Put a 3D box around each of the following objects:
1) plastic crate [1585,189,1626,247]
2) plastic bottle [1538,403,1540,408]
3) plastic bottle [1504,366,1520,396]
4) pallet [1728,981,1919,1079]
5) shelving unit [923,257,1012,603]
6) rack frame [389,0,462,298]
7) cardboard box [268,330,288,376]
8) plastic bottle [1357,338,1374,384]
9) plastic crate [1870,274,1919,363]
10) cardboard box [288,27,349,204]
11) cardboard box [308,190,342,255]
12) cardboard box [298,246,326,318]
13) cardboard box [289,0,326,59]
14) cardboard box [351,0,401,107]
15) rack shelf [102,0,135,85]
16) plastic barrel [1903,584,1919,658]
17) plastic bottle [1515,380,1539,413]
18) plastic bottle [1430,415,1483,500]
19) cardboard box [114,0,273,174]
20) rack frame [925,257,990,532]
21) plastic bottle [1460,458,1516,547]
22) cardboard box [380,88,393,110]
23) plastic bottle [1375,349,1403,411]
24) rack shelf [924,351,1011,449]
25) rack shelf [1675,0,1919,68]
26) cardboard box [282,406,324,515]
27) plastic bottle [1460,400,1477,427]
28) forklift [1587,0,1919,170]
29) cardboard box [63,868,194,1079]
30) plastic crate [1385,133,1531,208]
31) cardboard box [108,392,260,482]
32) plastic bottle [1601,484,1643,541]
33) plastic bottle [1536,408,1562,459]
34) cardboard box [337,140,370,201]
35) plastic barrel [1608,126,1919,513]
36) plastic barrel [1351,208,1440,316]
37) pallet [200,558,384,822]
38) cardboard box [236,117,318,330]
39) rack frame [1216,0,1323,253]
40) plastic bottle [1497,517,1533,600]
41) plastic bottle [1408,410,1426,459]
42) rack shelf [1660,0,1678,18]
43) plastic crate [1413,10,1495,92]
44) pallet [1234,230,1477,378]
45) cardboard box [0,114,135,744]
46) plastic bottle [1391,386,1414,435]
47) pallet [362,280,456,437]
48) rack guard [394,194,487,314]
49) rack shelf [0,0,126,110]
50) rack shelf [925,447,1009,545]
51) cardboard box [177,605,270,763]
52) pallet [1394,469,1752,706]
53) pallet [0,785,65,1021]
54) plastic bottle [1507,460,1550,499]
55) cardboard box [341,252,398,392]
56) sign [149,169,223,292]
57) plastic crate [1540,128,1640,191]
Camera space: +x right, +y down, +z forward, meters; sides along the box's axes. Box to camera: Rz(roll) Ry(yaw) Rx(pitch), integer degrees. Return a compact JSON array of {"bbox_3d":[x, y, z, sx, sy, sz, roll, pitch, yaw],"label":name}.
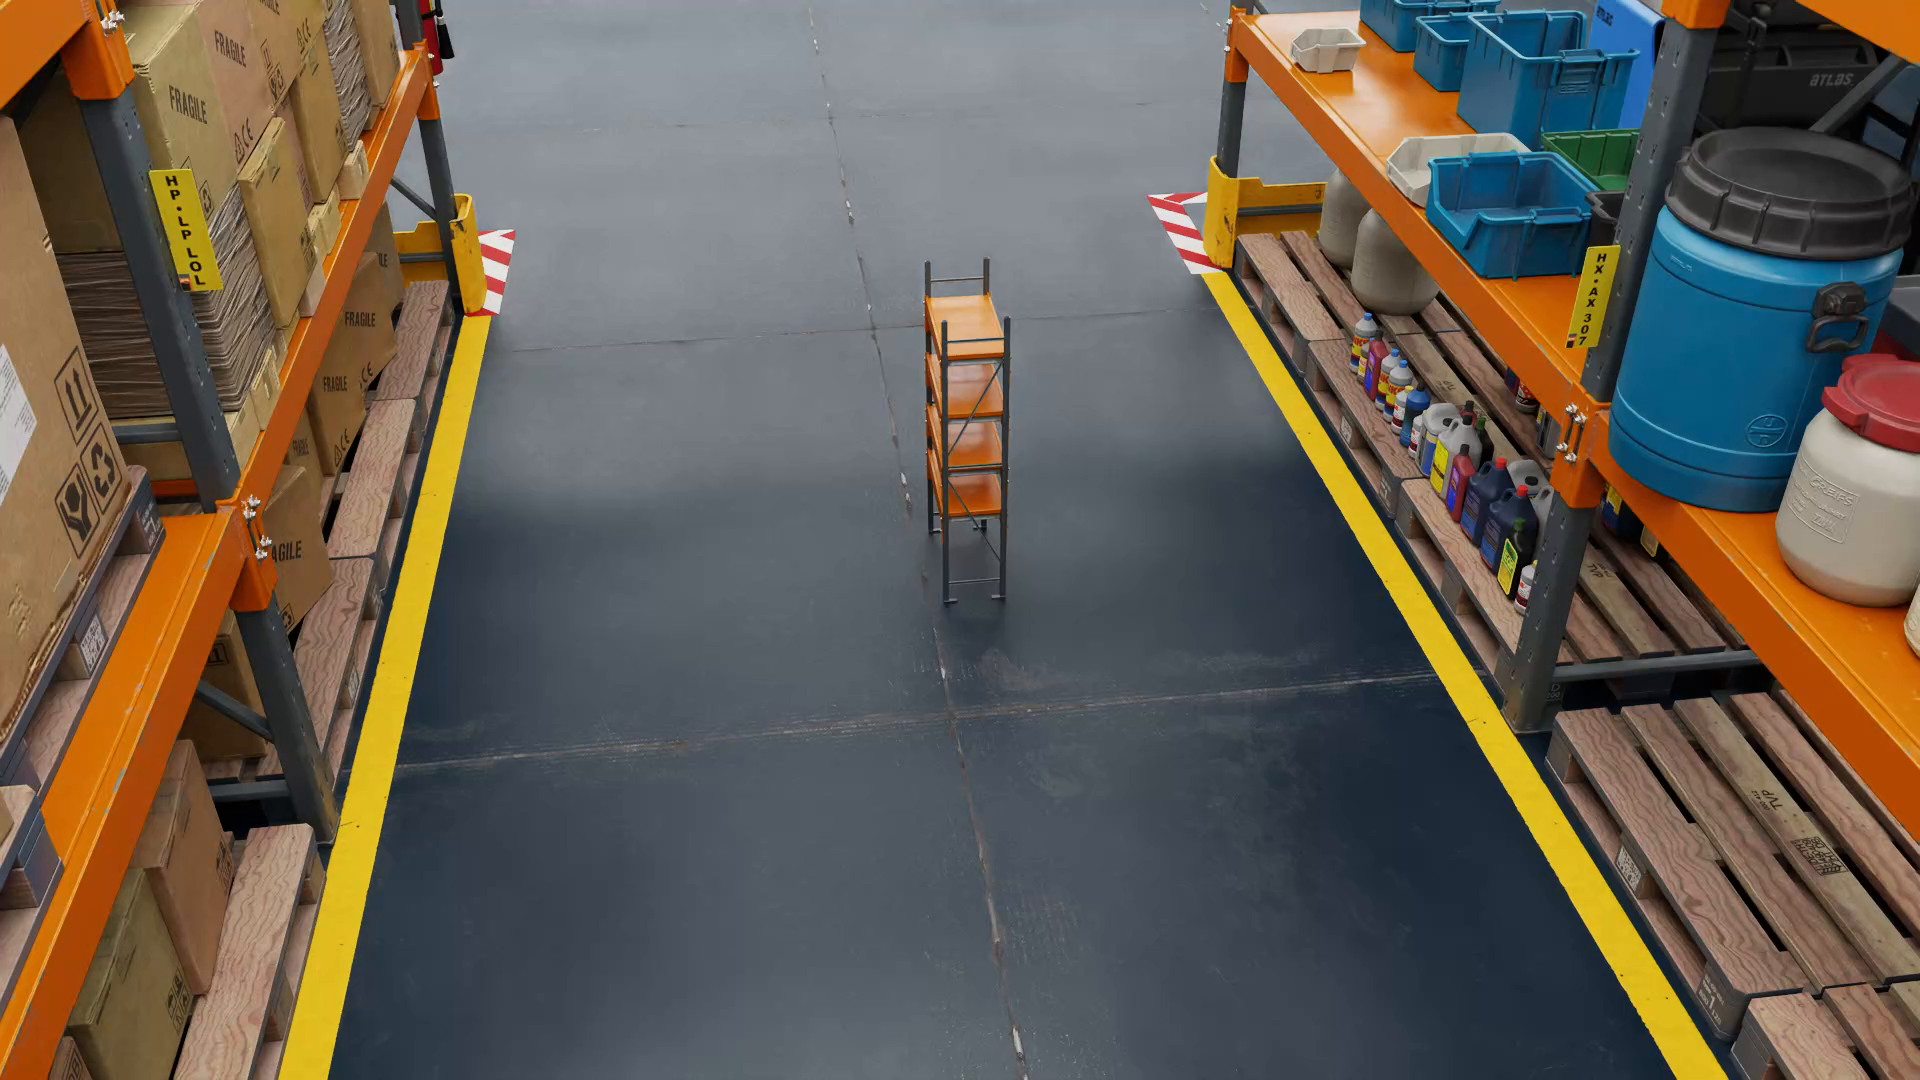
[{"bbox_3d":[2.460,-0.908,5.474,0.767,0.338,0.504,-4,35,-6],"label":"plastic crate"},{"bbox_3d":[2.574,-0.709,7.154,0.152,0.276,0.135,-5,35,-8],"label":"plastic bottle"},{"bbox_3d":[2.449,-0.781,7.254,0.061,0.283,0.133,-4,35,-6],"label":"plastic bottle"},{"bbox_3d":[2.716,1.638,4.159,1.003,0.211,1.213,-4,35,-6],"label":"pallet"},{"bbox_3d":[0.022,-0.403,6.277,0.258,1.200,0.503,-4,35,-6],"label":"shelving unit"},{"bbox_3d":[-3.041,-2.489,7.739,1.000,3.000,0.127,-4,35,-6],"label":"rack frame"},{"bbox_3d":[-2.316,-0.574,5.152,0.380,0.149,0.250,-4,35,-6],"label":"cardboard box"},{"bbox_3d":[1.816,-0.797,7.350,0.097,0.201,0.097,0,34,0],"label":"plastic bottle"},{"bbox_3d":[2.773,-0.412,4.634,0.402,0.464,0.583,-4,35,-6],"label":"plastic crate"},{"bbox_3d":[-2.728,-1.512,5.953,0.875,0.500,0.500,-4,35,-6],"label":"cardboard box"},{"bbox_3d":[-2.449,-1.132,5.971,0.380,0.149,0.250,-4,35,-6],"label":"cardboard box"},{"bbox_3d":[-2.352,-0.855,5.565,0.380,0.149,0.250,-4,35,-6],"label":"cardboard box"},{"bbox_3d":[-2.526,-1.941,5.694,0.500,0.500,0.500,-4,35,-6],"label":"cardboard box"},{"bbox_3d":[-2.808,-2.075,6.778,0.875,0.500,0.500,-4,35,-6],"label":"cardboard box"},{"bbox_3d":[-2.772,-2.315,5.459,1.077,0.370,4.000,-4,35,-6],"label":"rack shelf"},{"bbox_3d":[2.431,0.175,3.952,0.301,0.262,0.301,0,34,0],"label":"plastic barrel"},{"bbox_3d":[2.452,-0.658,7.146,0.097,0.201,0.097,0,34,0],"label":"plastic bottle"},{"bbox_3d":[1.963,-0.344,6.553,0.144,0.351,0.185,-5,35,-7],"label":"plastic bottle"},{"bbox_3d":[-2.381,-1.384,4.876,0.500,0.500,0.500,-4,35,-6],"label":"cardboard box"},{"bbox_3d":[-0.011,-0.540,6.476,0.240,1.200,0.015,-4,35,-6],"label":"rack frame"},{"bbox_3d":[2.007,-0.164,6.289,0.144,0.351,0.185,-6,35,-9],"label":"plastic bottle"},{"bbox_3d":[-2.681,-1.967,7.196,0.380,0.149,0.250,-4,35,-6],"label":"cardboard box"},{"bbox_3d":[1.848,-0.692,7.134,0.097,0.271,0.097,0,34,0],"label":"plastic bottle"},{"bbox_3d":[0.022,-0.533,6.188,0.258,0.148,0.480,-4,35,-6],"label":"rack shelf"},{"bbox_3d":[2.674,-0.458,2.734,1.077,0.370,4.000,-4,35,-6],"label":"rack shelf"},{"bbox_3d":[-2.763,-0.283,6.349,0.500,0.500,0.500,-7,35,-11],"label":"cardboard box"},{"bbox_3d":[2.051,-0.416,6.718,0.061,0.283,0.133,-4,35,-6],"label":"plastic bottle"},{"bbox_3d":[4.315,-2.758,8.194,1.130,2.935,3.031,-3,34,-4],"label":"forklift"},{"bbox_3d":[-2.397,1.206,4.146,0.700,0.500,0.500,-5,35,-7],"label":"cardboard box"},{"bbox_3d":[1.935,-1.410,6.390,0.530,0.136,0.437,-4,35,-6],"label":"plastic crate"},{"bbox_3d":[-2.234,-0.296,4.744,0.380,0.149,0.250,-4,35,-6],"label":"cardboard box"},{"bbox_3d":[2.565,-0.190,6.327,0.144,0.351,0.185,-4,35,-6],"label":"plastic bottle"},{"bbox_3d":[2.481,-0.488,6.830,0.152,0.276,0.135,-4,35,-6],"label":"plastic bottle"},{"bbox_3d":[-2.492,-1.413,6.383,0.380,0.149,0.250,-4,35,-6],"label":"cardboard box"},{"bbox_3d":[2.156,-0.601,4.523,0.600,0.901,0.708,-4,35,-6],"label":"plastic barrel"},{"bbox_3d":[2.098,-1.369,7.931,0.421,0.512,0.421,0,34,0],"label":"plastic barrel"},{"bbox_3d":[-2.629,0.523,5.795,1.003,0.211,1.213,-4,35,-6],"label":"pallet"},{"bbox_3d":[-2.535,-0.959,5.140,0.875,0.500,0.500,-4,35,-6],"label":"cardboard box"},{"bbox_3d":[1.867,-2.864,8.289,1.000,3.000,0.127,-4,35,-6],"label":"rack frame"},{"bbox_3d":[2.013,0.065,6.012,0.061,0.283,0.133,-3,34,-4],"label":"plastic bottle"},{"bbox_3d":[1.902,-0.437,6.822,0.097,0.201,0.097,0,34,0],"label":"plastic bottle"},{"bbox_3d":[2.136,-2.691,6.010,1.077,0.370,4.000,-4,35,-6],"label":"rack shelf"},{"bbox_3d":[2.312,-2.183,7.422,0.499,0.251,0.408,-4,35,-6],"label":"plastic crate"},{"bbox_3d":[2.028,-1.219,8.352,1.003,0.211,1.213,-4,35,-6],"label":"pallet"},{"bbox_3d":[-2.535,-0.225,3.510,1.000,1.000,1.000,-4,34,-6],"label":"cardboard box"},{"bbox_3d":[1.875,-0.552,6.991,0.097,0.201,0.097,0,34,0],"label":"plastic bottle"},{"bbox_3d":[-2.957,-0.838,7.793,1.003,0.211,1.213,-4,35,-6],"label":"pallet"},{"bbox_3d":[-3.031,-1.414,8.381,1.175,0.500,0.348,-4,35,-6],"label":"rack guard"},{"bbox_3d":[-2.234,-0.083,2.184,1.077,0.370,4.000,-4,35,-6],"label":"rack shelf"},{"bbox_3d":[0.022,-0.184,6.426,0.258,0.148,0.480,-4,35,-6],"label":"rack shelf"},{"bbox_3d":[-2.517,0.376,5.381,0.500,0.500,0.500,-5,35,-8],"label":"cardboard box"},{"bbox_3d":[2.356,0.142,6.354,1.003,0.211,1.213,-4,35,-6],"label":"pallet"},{"bbox_3d":[-2.272,0.953,2.859,1.003,0.211,1.213,-4,35,-6],"label":"pallet"},{"bbox_3d":[2.150,-0.158,6.347,0.152,0.276,0.135,-4,35,-6],"label":"plastic bottle"},{"bbox_3d":[-2.859,-0.949,7.326,0.500,0.500,0.500,4,35,6],"label":"cardboard box"},{"bbox_3d":[-1.954,-0.780,4.202,0.100,0.325,0.005,-4,35,-6],"label":"sign"},{"bbox_3d":[2.502,-1.324,6.217,0.450,0.188,0.662,-4,35,-6],"label":"plastic crate"}]
